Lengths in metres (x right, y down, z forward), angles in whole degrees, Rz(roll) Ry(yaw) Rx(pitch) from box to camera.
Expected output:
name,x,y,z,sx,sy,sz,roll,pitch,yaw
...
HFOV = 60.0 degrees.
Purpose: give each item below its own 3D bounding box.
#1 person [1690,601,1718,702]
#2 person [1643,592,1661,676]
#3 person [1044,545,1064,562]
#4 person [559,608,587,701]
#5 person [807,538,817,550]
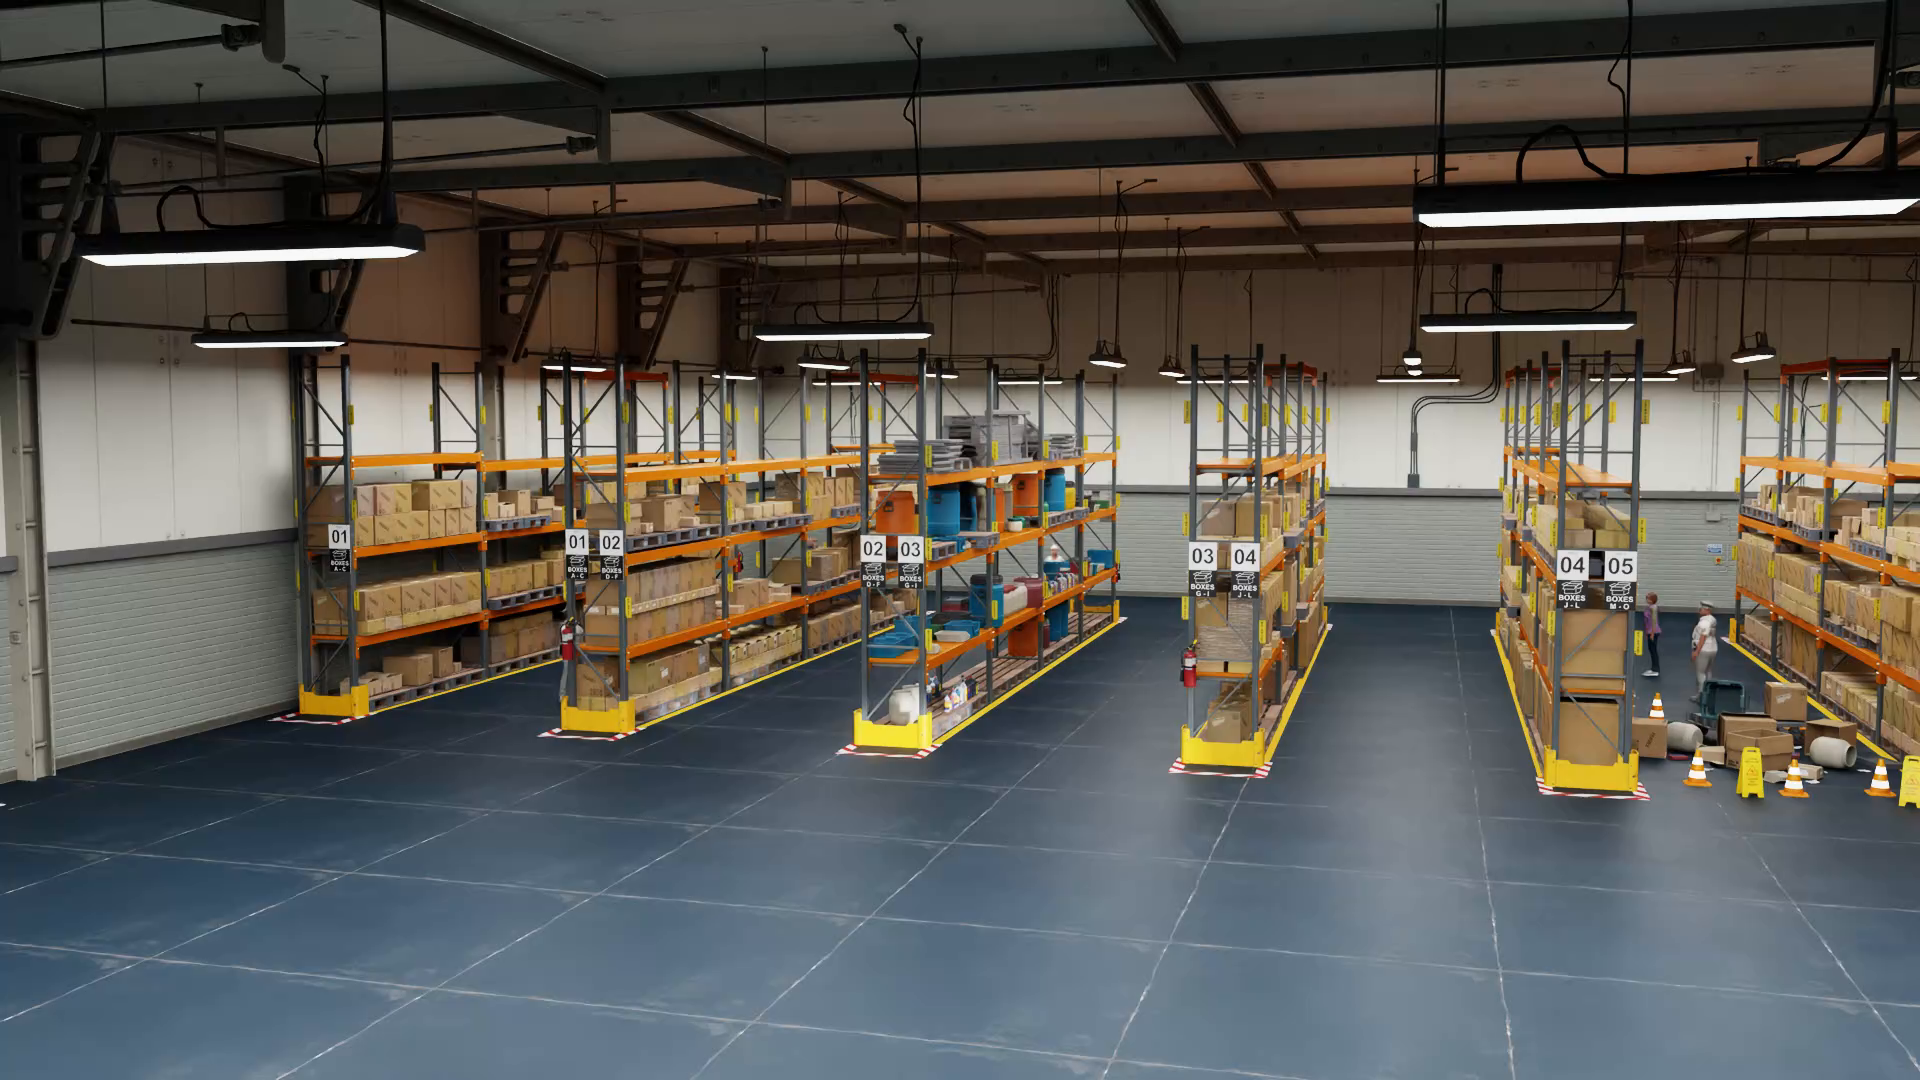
name,x,y,z,sx,sy,sz,roll,pitch,yaw
person,12.965,1.948,29.094,0.585,1.780,0.497,-3,5,-37
person,13.304,1.810,31.966,0.349,1.608,0.453,2,5,30
person,2.389,0.994,41.792,0.585,1.756,1.058,1,4,13
person,-6.722,1.998,29.103,0.514,1.711,0.609,3,5,36
person,-3.858,0.792,44.532,0.481,1.717,0.552,2,5,24
